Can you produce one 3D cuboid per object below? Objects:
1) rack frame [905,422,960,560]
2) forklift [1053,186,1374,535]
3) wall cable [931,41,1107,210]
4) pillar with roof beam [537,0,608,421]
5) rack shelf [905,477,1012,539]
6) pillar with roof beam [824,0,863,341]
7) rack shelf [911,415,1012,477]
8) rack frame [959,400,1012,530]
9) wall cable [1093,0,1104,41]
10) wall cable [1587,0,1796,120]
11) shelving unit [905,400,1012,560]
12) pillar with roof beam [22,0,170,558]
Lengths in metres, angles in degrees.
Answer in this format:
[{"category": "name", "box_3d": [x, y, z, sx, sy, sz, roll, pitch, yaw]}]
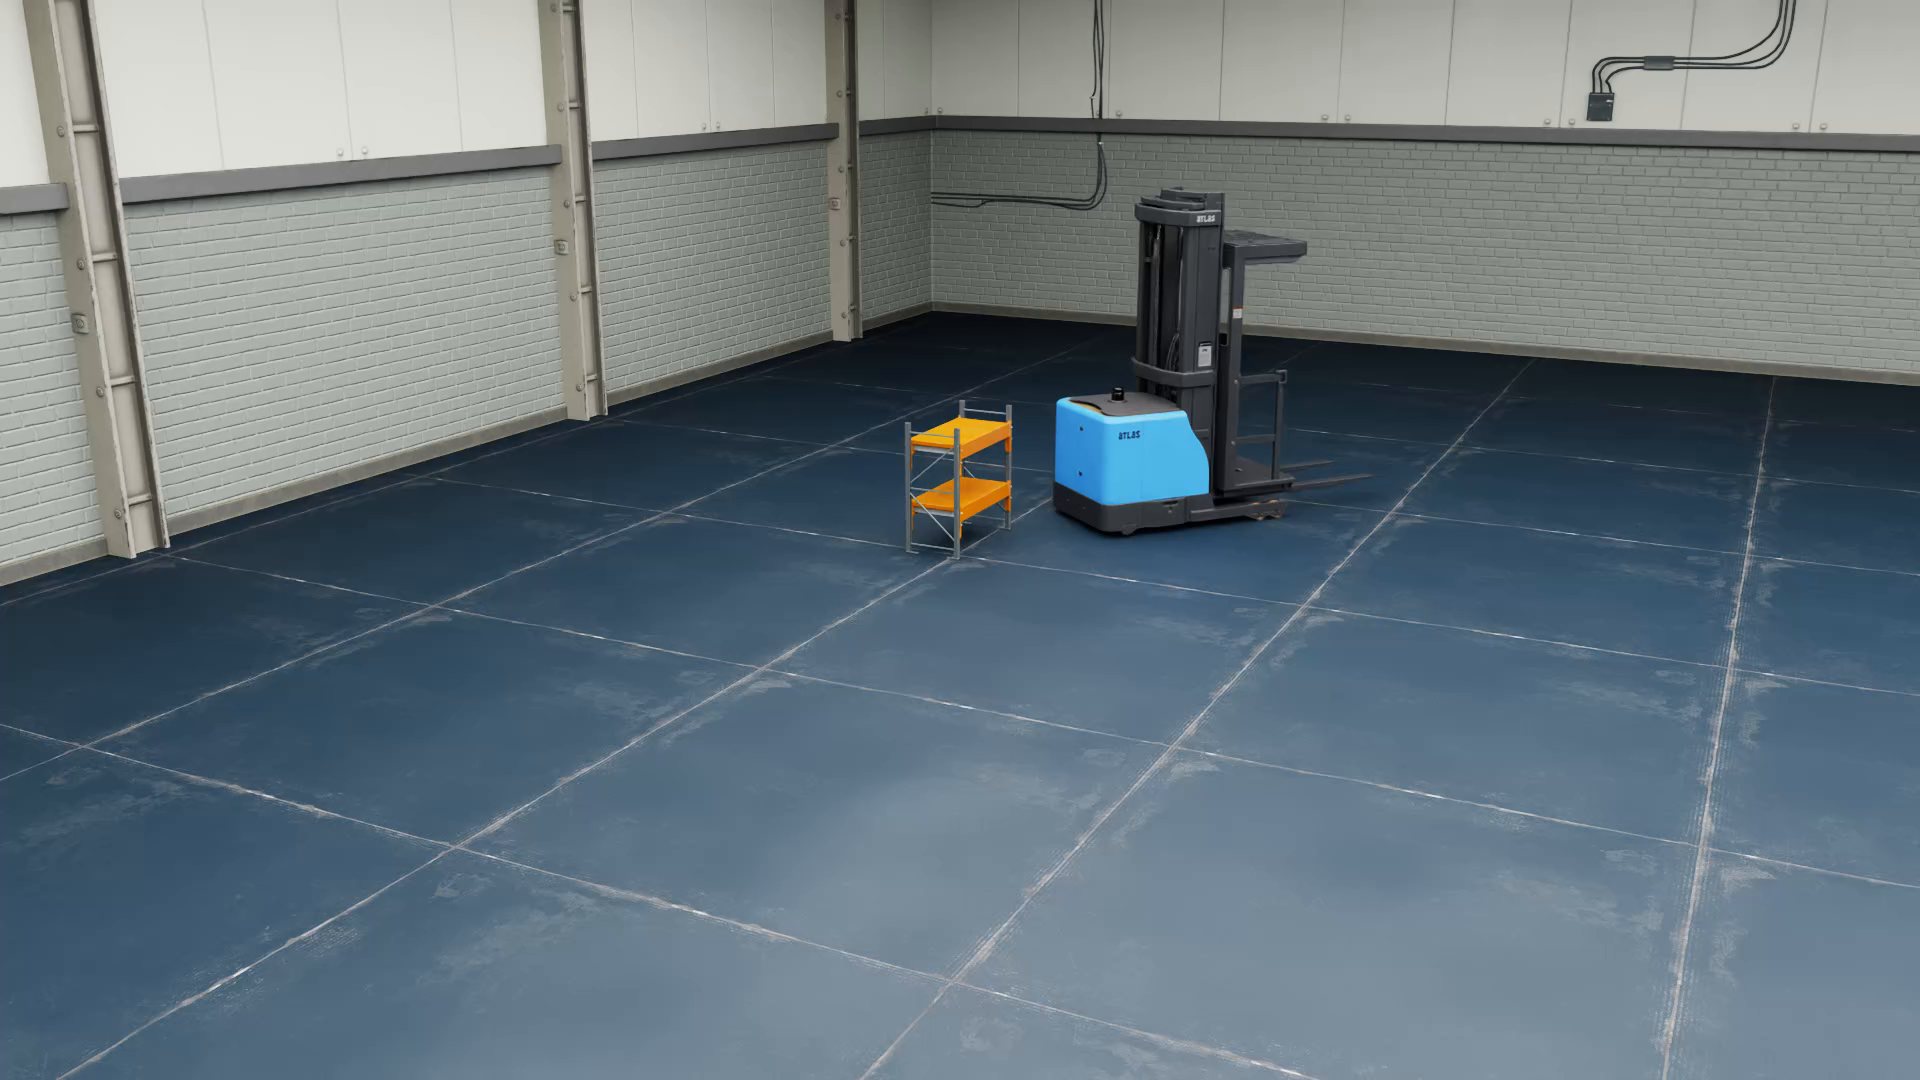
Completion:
[{"category": "rack frame", "box_3d": [-0.230, -0.408, 13.922, 0.500, 1.125, 0.032, 8, 18, 25]}, {"category": "forklift", "box_3d": [2.420, -1.710, 15.135, 3.031, 2.935, 1.130, -7, 18, -23]}, {"category": "wall cable", "box_3d": [0.833, -6.377, 25.645, 3.097, 2.526, 0.112, 8, 18, 25]}, {"category": "pillar with roof beam", "box_3d": [-0.496, -5.208, 16.253, 9.100, 9.000, 0.400, 8, 18, 25]}, {"category": "rack shelf", "box_3d": [-0.003, -0.303, 14.428, 0.538, 0.278, 1.000, 8, 18, 25]}, {"category": "pillar with roof beam", "box_3d": [2.185, -6.736, 21.399, 9.100, 9.000, 0.400, 8, 18, 25]}, {"category": "rack shelf", "box_3d": [-0.003, -0.818, 14.275, 0.538, 0.278, 1.000, 8, 18, 25]}, {"category": "rack frame", "box_3d": [0.224, -0.667, 14.794, 0.500, 1.125, 0.032, 8, 18, 25]}, {"category": "wall cable", "box_3d": [3.254, -8.454, 23.767, 3.097, 2.526, 0.112, 8, 18, 25]}, {"category": "wall cable", "box_3d": [9.319, -8.284, 20.638, 2.305, 6.003, 0.169, 8, 18, 25]}, {"category": "shelving unit", "box_3d": [-0.003, -0.537, 14.358, 0.538, 1.125, 1.048, 8, 18, 25]}, {"category": "pillar with roof beam", "box_3d": [-3.177, -3.679, 11.108, 9.100, 9.000, 0.400, 8, 18, 25]}]
